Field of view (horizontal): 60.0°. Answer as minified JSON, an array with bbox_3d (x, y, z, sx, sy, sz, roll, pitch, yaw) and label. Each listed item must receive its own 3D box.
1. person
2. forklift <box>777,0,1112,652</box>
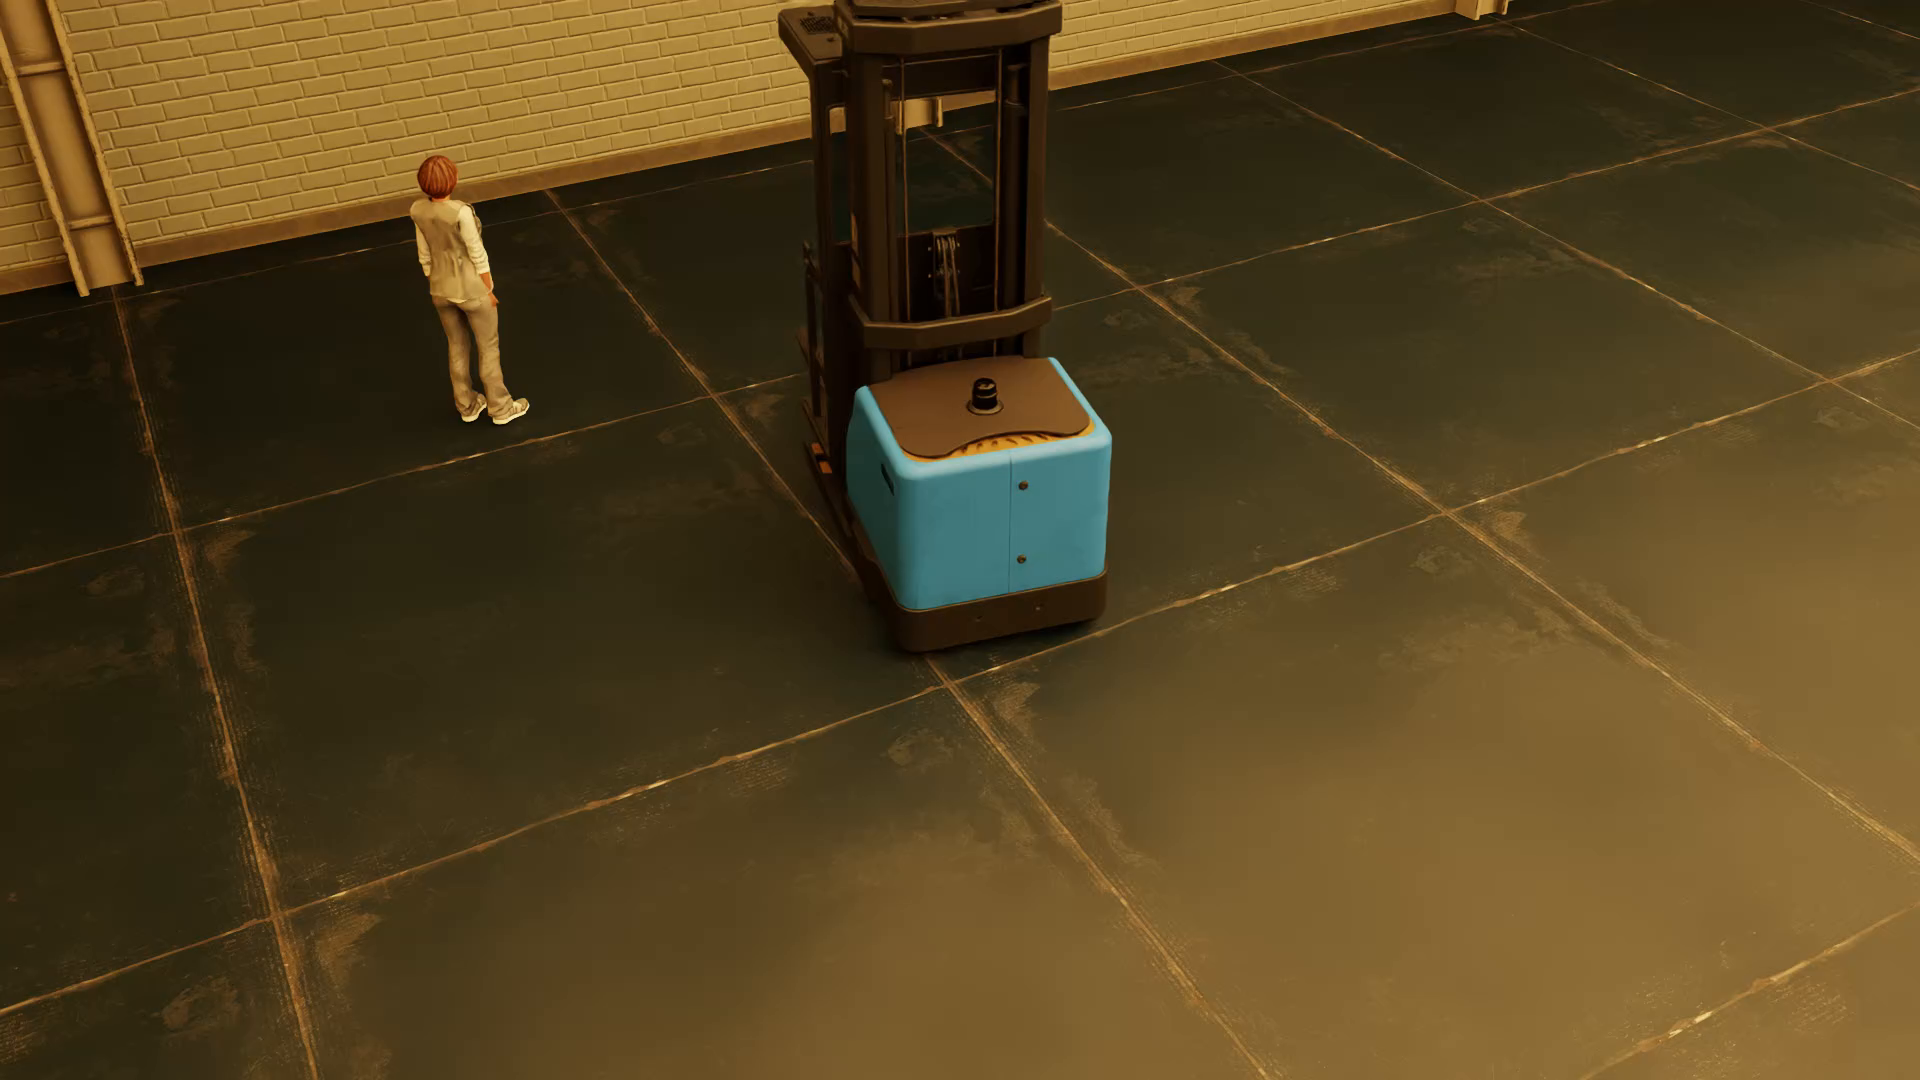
[{"bbox_3d":[-2.752,-1.376,9.225,0.411,1.602,0.331,9,36,12],"label":"person"},{"bbox_3d":[-0.222,-1.521,8.274,1.130,2.935,3.031,-10,37,-14],"label":"forklift"}]
